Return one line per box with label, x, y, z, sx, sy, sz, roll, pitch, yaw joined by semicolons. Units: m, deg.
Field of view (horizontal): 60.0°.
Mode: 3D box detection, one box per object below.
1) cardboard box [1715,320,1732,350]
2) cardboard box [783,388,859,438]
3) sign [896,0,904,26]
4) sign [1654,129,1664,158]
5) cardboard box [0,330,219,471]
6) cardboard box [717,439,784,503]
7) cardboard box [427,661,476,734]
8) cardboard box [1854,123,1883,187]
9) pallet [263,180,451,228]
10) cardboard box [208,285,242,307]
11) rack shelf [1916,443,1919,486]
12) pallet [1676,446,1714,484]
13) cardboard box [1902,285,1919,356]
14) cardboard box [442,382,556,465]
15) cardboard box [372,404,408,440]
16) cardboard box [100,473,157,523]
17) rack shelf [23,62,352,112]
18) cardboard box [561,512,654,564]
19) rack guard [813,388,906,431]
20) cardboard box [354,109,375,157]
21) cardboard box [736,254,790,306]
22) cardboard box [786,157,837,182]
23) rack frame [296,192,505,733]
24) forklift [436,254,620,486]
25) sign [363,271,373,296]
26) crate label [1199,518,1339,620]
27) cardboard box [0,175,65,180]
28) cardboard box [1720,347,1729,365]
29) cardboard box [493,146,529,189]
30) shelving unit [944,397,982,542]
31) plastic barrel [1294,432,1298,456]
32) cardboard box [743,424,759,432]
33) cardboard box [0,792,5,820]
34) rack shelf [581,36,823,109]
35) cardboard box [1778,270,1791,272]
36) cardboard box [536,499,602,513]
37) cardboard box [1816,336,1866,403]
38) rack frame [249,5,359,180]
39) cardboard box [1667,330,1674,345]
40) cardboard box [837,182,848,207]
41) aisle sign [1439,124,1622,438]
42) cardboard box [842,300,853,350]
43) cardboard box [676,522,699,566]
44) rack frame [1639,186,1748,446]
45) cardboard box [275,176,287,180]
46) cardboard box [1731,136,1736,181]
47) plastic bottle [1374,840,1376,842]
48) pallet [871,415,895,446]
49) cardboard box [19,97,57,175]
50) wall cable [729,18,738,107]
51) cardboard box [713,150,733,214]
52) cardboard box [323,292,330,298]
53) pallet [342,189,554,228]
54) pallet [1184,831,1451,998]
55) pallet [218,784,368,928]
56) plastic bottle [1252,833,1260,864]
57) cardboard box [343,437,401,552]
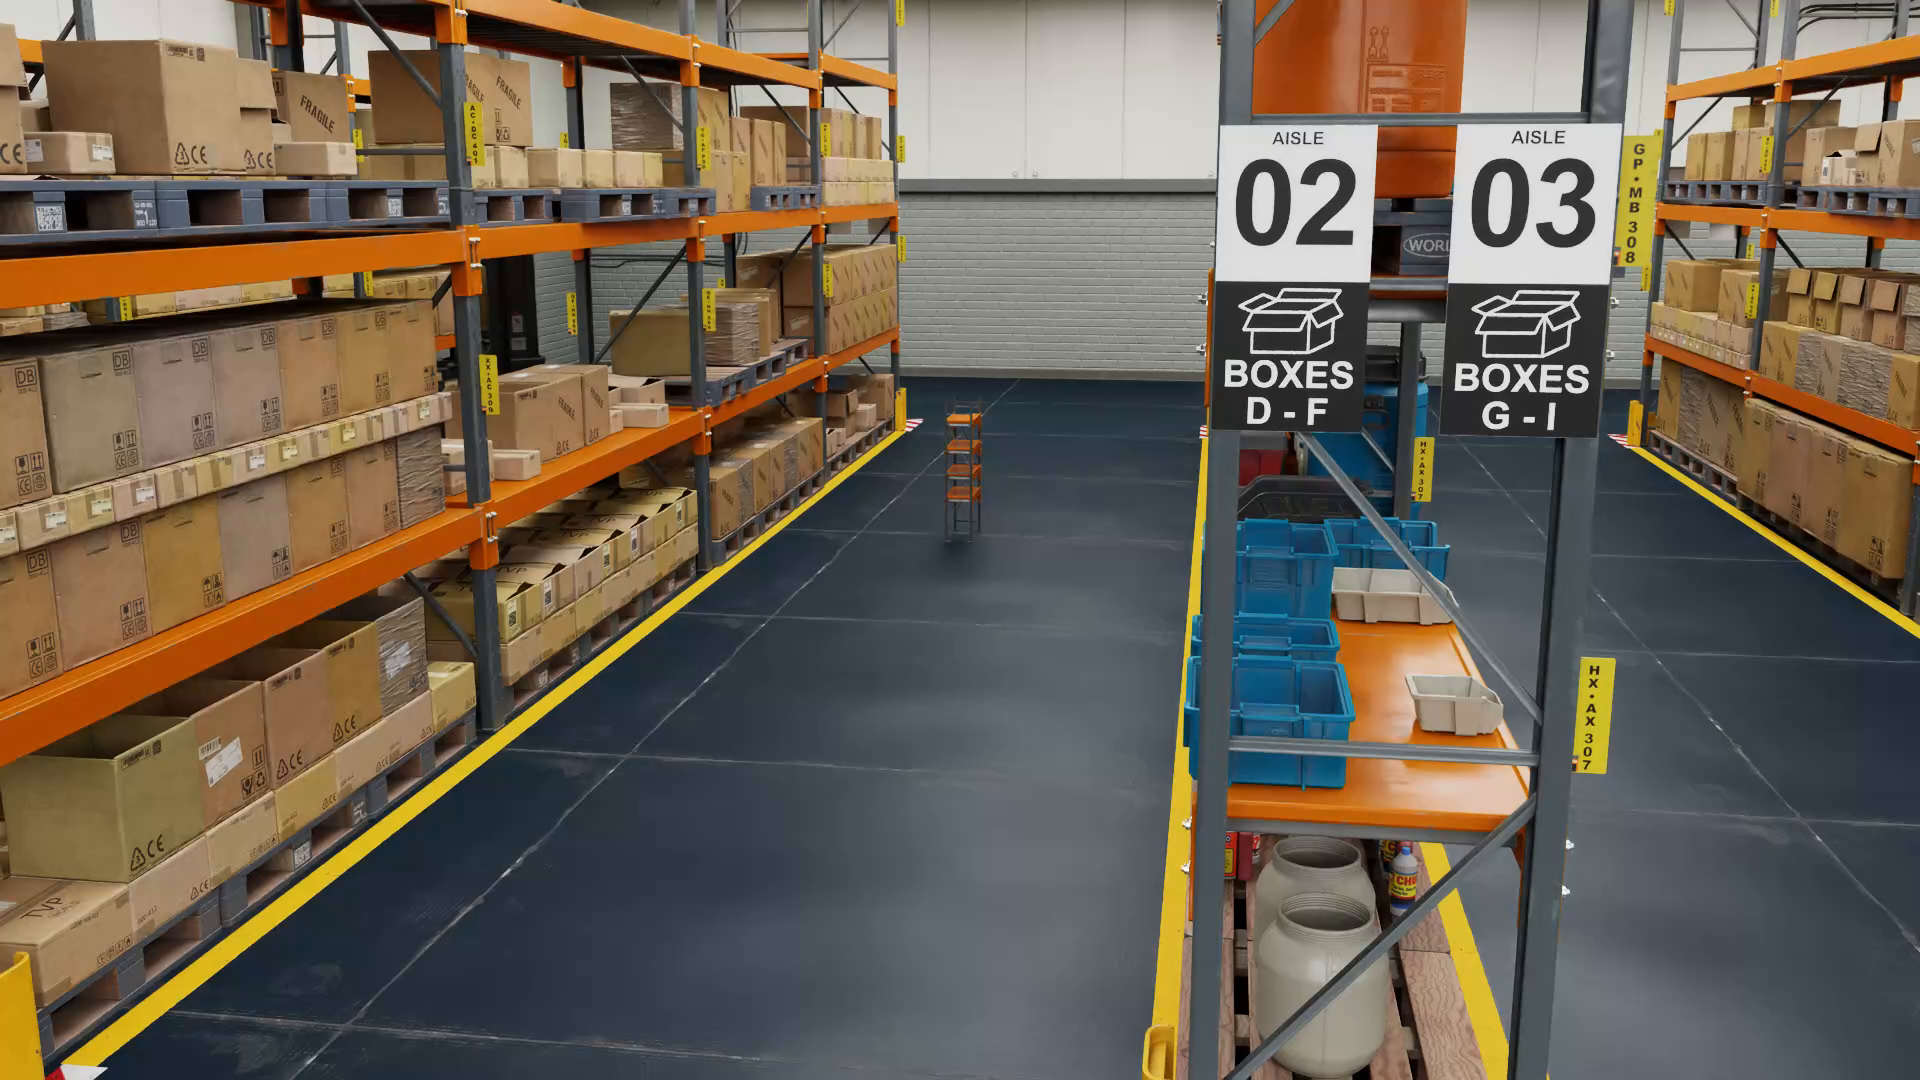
cardboard box;7.793;-2.025;16.419;0.500;0.250;0.500;2;12;10
cardboard box;-1.596;-1.452;18.994;0.797;0.503;0.637;2;12;9
sign;-0.720;-6.344;19.975;0.100;0.325;0.005;2;12;9
sign;7.975;-4.529;19.005;0.100;0.325;0.005;2;12;9
cardboard box;-3.481;-0.574;6.719;0.700;0.500;0.500;2;12;9
cardboard box;-1.911;-0.635;15.207;0.500;0.500;0.500;1;12;7
cardboard box;-2.966;0.841;8.999;0.500;0.250;0.500;2;12;9
cardboard box;7.586;-3.060;13.210;0.797;0.503;0.637;2;12;8
pallet;-3.216;-1.646;8.100;1.003;0.211;1.213;2;12;9
cardboard box;-6.911;-2.266;15.119;0.500;0.250;0.500;2;12;9
rack shelf;6.985;-0.144;9.749;1.077;0.370;4.000;2;12;9
pallet;8.287;-0.792;17.667;1.003;0.211;1.213;2;12;9
cardboard box;7.421;-1.603;12.193;0.797;0.503;0.637;2;12;11
cardboard box;-2.895;-0.719;10.472;0.500;0.500;0.500;3;12;13
cardboard box;-3.018;-0.598;8.369;0.380;0.149;0.250;2;12;7
cardboard box;-3.334;-0.168;6.378;0.380;0.149;0.250;2;12;8
rack shelf;-7.083;-4.195;15.257;1.077;0.370;4.000;2;12;9
cardboard box;-2.487;-0.039;11.751;0.500;0.311;0.500;2;12;8
rack guard;-1.277;-1.661;21.015;1.175;0.500;0.348;2;12;9
cardboard box;-6.389;-4.379;17.916;0.500;0.500;0.500;2;12;8
cardboard box;-2.058;-2.718;17.373;0.500;0.500;0.500;2;12;9
cardboard box;-1.560;-3.797;17.041;0.500;0.250;0.500;2;12;9
rack frame;-3.111;-0.401;9.234;1.000;3.000;0.127;2;12;9
forklift;-4.848;-1.796;15.870;3.031;2.935;1.130;-8;15;-33
sign;-6.238;-2.738;17.517;0.100;0.325;0.005;2;12;9
crate label;1.184;0.184;6.437;0.502;0.435;0.616;2;12;9
cardboard box;-7.235;-2.667;12.795;0.500;0.311;0.500;2;12;9
cardboard box;7.710;-1.803;16.336;0.380;0.149;0.250;2;12;8
cardboard box;-2.925;-2.242;10.015;0.500;0.250;0.500;1;12;3
shelving unit;0.025;-0.621;14.527;0.258;1.200;0.503;2;12;9
plastic barrel;2.326;-0.741;10.490;0.433;0.535;0.433;0;12;0
cardboard box;-2.266;-0.855;16.231;0.500;0.500;0.500;2;12;9
cardboard box;-3.798;0.874;7.068;0.500;0.500;0.500;2;12;9
rack shelf;-2.188;-4.036;14.516;1.077;0.370;4.000;2;12;9
cardboard box;8.317;-2.377;16.273;0.500;0.500;0.500;2;12;9
cardboard box;-2.939;-0.160;12.314;0.500;0.311;0.500;2;12;7
cardboard box;7.362;-1.389;13.583;0.500;0.500;0.500;2;12;10
rack frame;-6.776;-5.159;17.071;1.000;3.000;0.127;2;12;9
cardboard box;8.026;-2.230;18.318;0.380;0.149;0.250;2;12;8
cardboard box;-1.480;-3.657;17.576;0.500;0.250;0.500;2;12;9
aisle sign;1.446;-0.653;4.235;0.394;0.787;0.004;2;12;9
cardboard box;-1.457;-2.319;17.898;0.500;0.500;0.500;2;12;10
cardboard box;-2.335;0.023;12.799;0.500;0.250;0.500;2;12;10
rack frame;8.523;-2.577;19.333;1.000;3.000;0.127;2;12;9
cardboard box;-7.019;-3.777;16.497;0.700;0.500;0.500;1;12;6
cardboard box;8.276;-3.895;16.855;0.700;0.500;0.500;2;12;11
plastic bottle;1.870;1.223;7.297;0.097;0.201;0.097;0;12;0
pallet;-1.398;-1.354;20.276;1.003;0.211;1.213;2;12;9
cardboard box;-3.724;-1.629;6.694;0.500;0.311;0.500;3;13;15
wall cable;-2.264;-8.021;25.733;3.097;2.526;0.112;2;12;9
cardboard box;-2.383;-2.947;13.691;0.910;0.500;0.500;2;12;9
cardboard box;-6.666;-2.219;16.681;0.500;0.500;0.500;2;12;9
pallet;-2.988;-1.958;9.793;0.805;0.209;1.217;1;12;6
pallet;1.454;1.516;6.956;1.003;0.211;1.213;2;12;9
pallet;-3.460;1.381;7.584;1.003;0.211;1.213;2;12;9
plastic bottle;1.231;1.269;7.083;0.097;0.201;0.097;0;12;0
cardboard box;-3.247;-0.247;8.284;0.700;0.500;0.500;2;12;8
